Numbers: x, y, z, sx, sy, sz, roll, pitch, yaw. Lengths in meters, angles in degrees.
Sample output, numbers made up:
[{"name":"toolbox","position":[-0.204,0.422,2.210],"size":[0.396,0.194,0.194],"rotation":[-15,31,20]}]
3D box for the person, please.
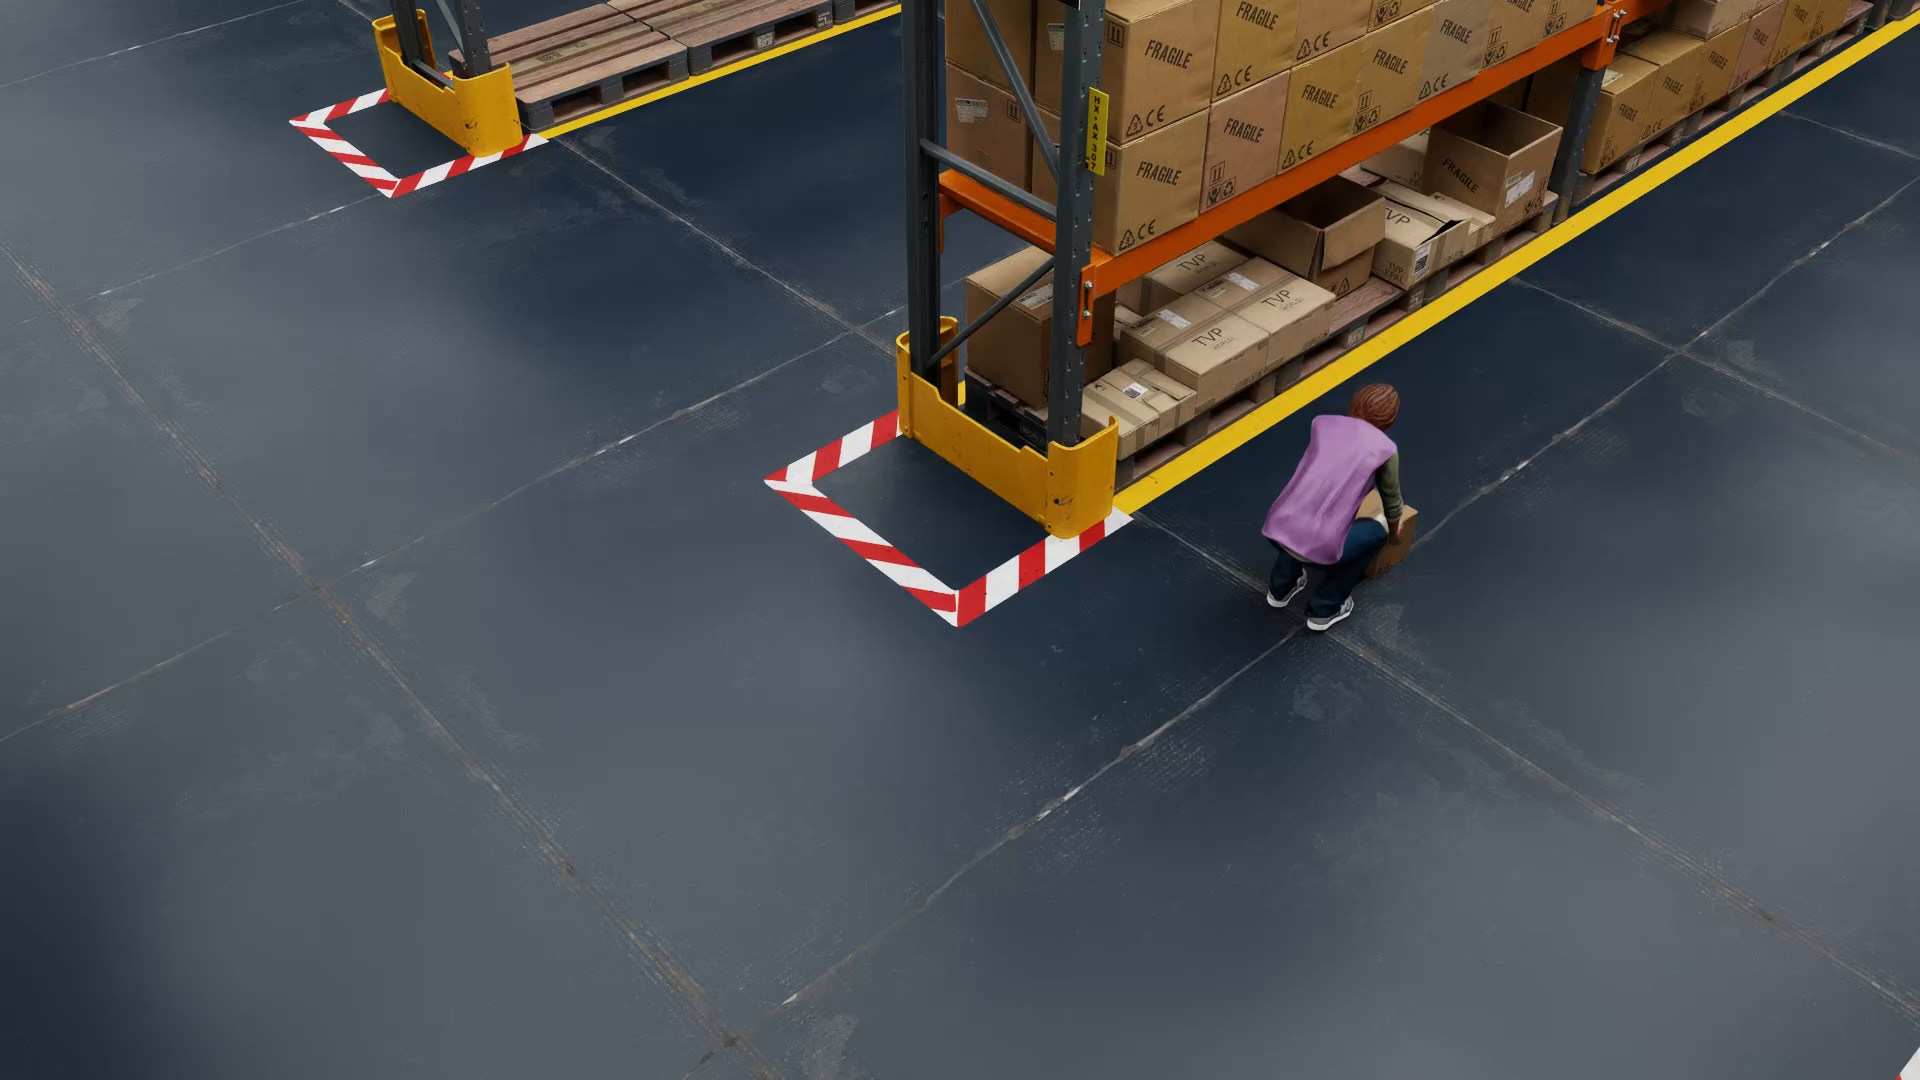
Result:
[{"name":"person","position":[1.529,-0.121,6.842],"size":[0.447,0.907,0.792],"rotation":[32,50,32]}]
